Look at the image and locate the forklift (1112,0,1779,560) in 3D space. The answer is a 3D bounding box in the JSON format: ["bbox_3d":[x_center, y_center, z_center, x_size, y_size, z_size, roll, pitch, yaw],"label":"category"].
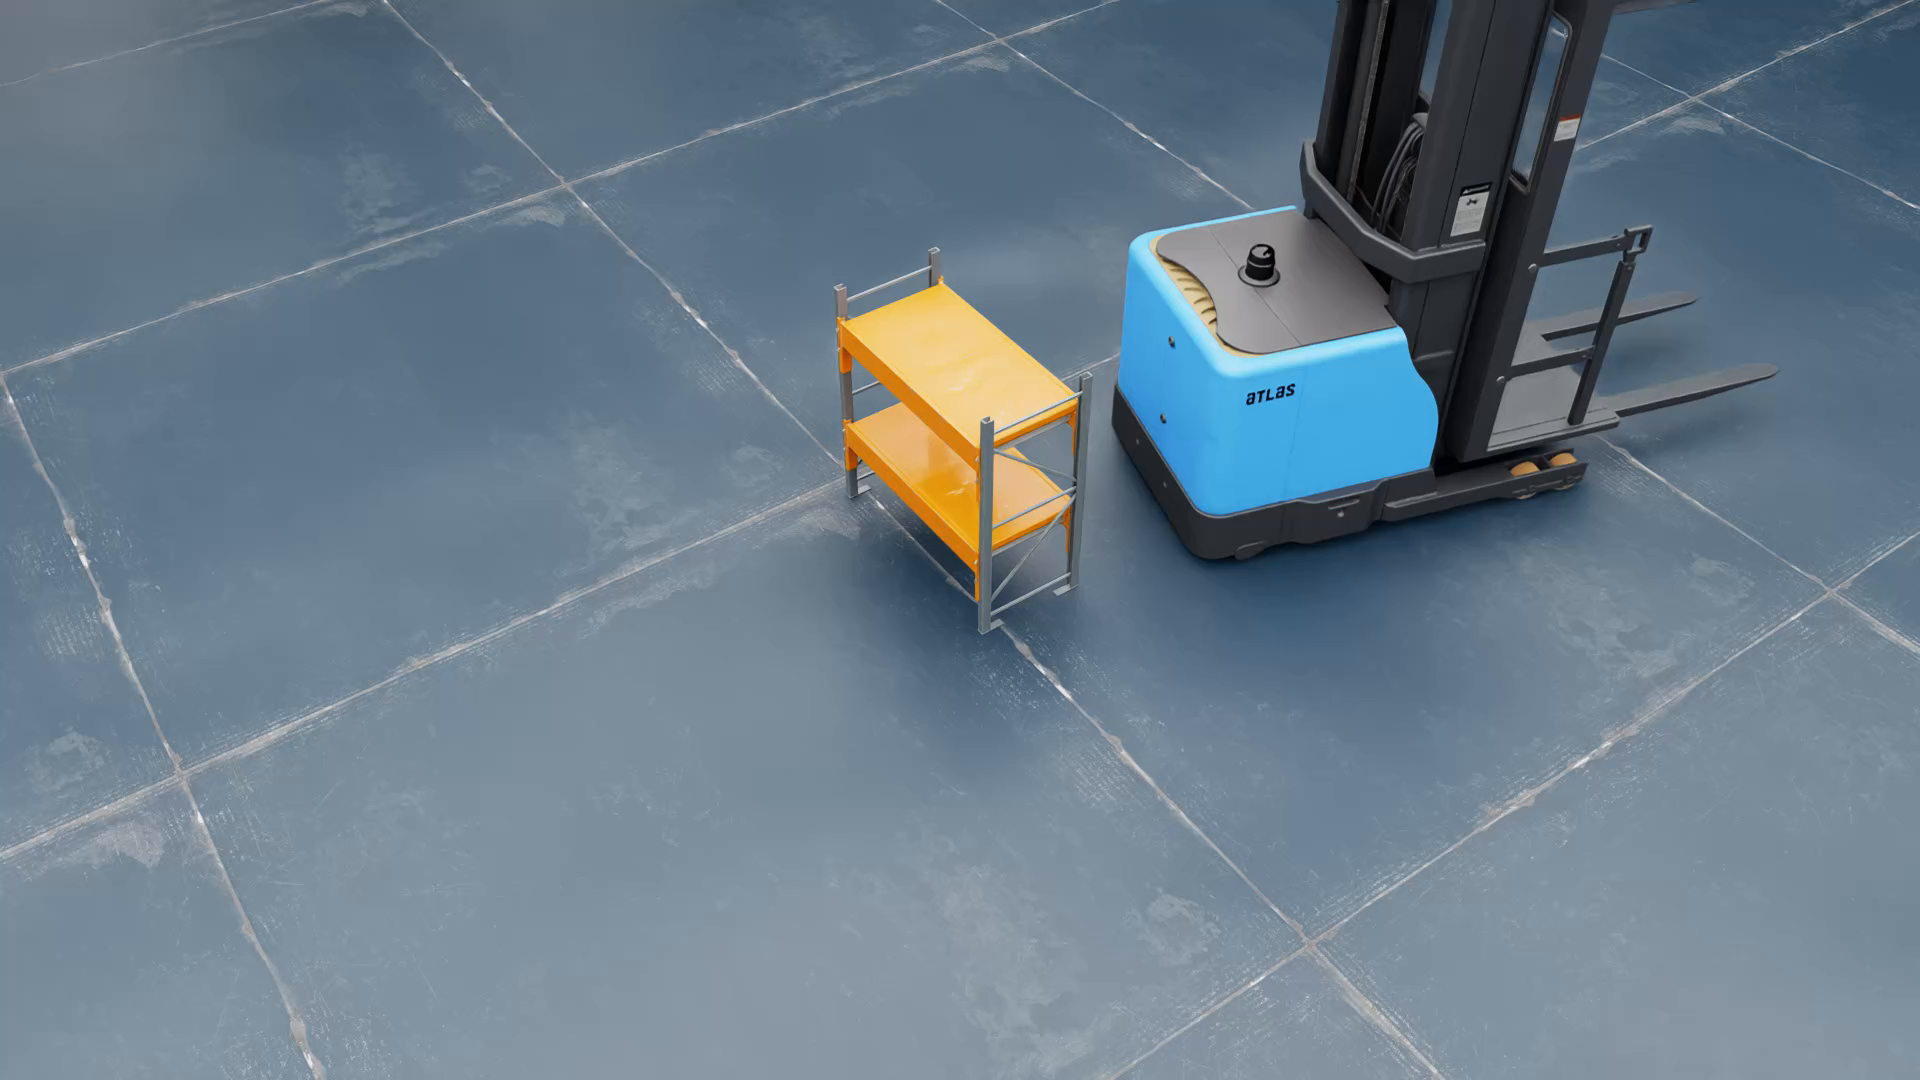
[{"bbox_3d":[2.277,-1.578,6.772,3.031,2.935,1.130,-13,45,-13],"label":"forklift"}]

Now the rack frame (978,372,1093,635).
[{"bbox_3d":[0.287,-0.123,6.555,0.500,1.125,0.032,-26,49,-24],"label":"rack frame"}]

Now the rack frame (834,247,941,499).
[{"bbox_3d":[-0.295,-0.699,7.158,0.500,1.125,0.032,-26,49,-24],"label":"rack frame"}]

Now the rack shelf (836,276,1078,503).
[{"bbox_3d":[-0.004,-0.622,6.654,0.538,0.278,1.000,-26,49,-24],"label":"rack shelf"}]

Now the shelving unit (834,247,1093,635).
[{"bbox_3d":[-0.004,-0.411,6.857,0.538,1.125,1.048,-26,49,-24],"label":"shelving unit"}]

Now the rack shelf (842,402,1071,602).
[{"bbox_3d":[-0.004,-0.234,7.025,0.538,0.278,1.000,-26,49,-24],"label":"rack shelf"}]
